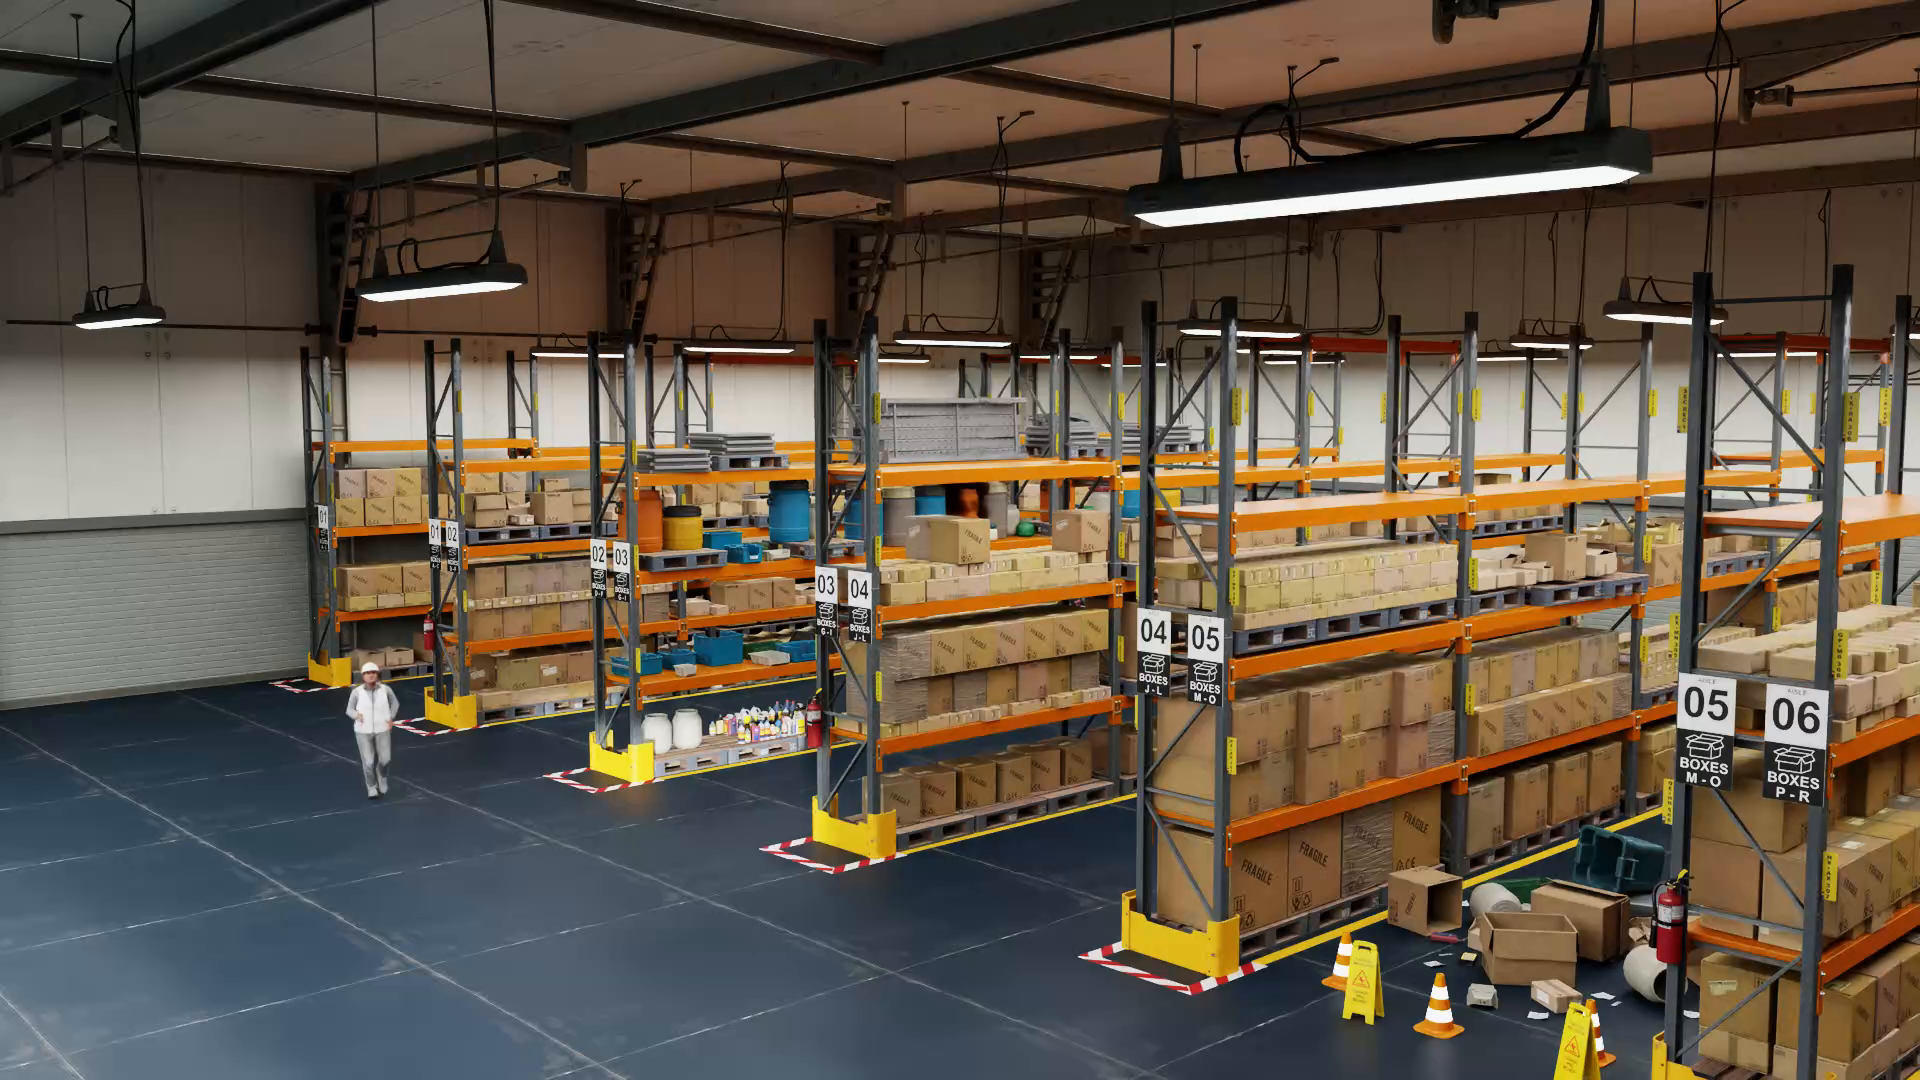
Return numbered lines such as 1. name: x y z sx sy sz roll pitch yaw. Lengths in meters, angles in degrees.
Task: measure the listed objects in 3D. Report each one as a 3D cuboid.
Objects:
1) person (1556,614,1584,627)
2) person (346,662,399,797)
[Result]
1. person: 11.221 1.610 30.620 0.661 1.714 0.560 -2 5 -20
2. person: -7.459 2.428 21.170 0.648 1.727 0.586 -2 5 -23
